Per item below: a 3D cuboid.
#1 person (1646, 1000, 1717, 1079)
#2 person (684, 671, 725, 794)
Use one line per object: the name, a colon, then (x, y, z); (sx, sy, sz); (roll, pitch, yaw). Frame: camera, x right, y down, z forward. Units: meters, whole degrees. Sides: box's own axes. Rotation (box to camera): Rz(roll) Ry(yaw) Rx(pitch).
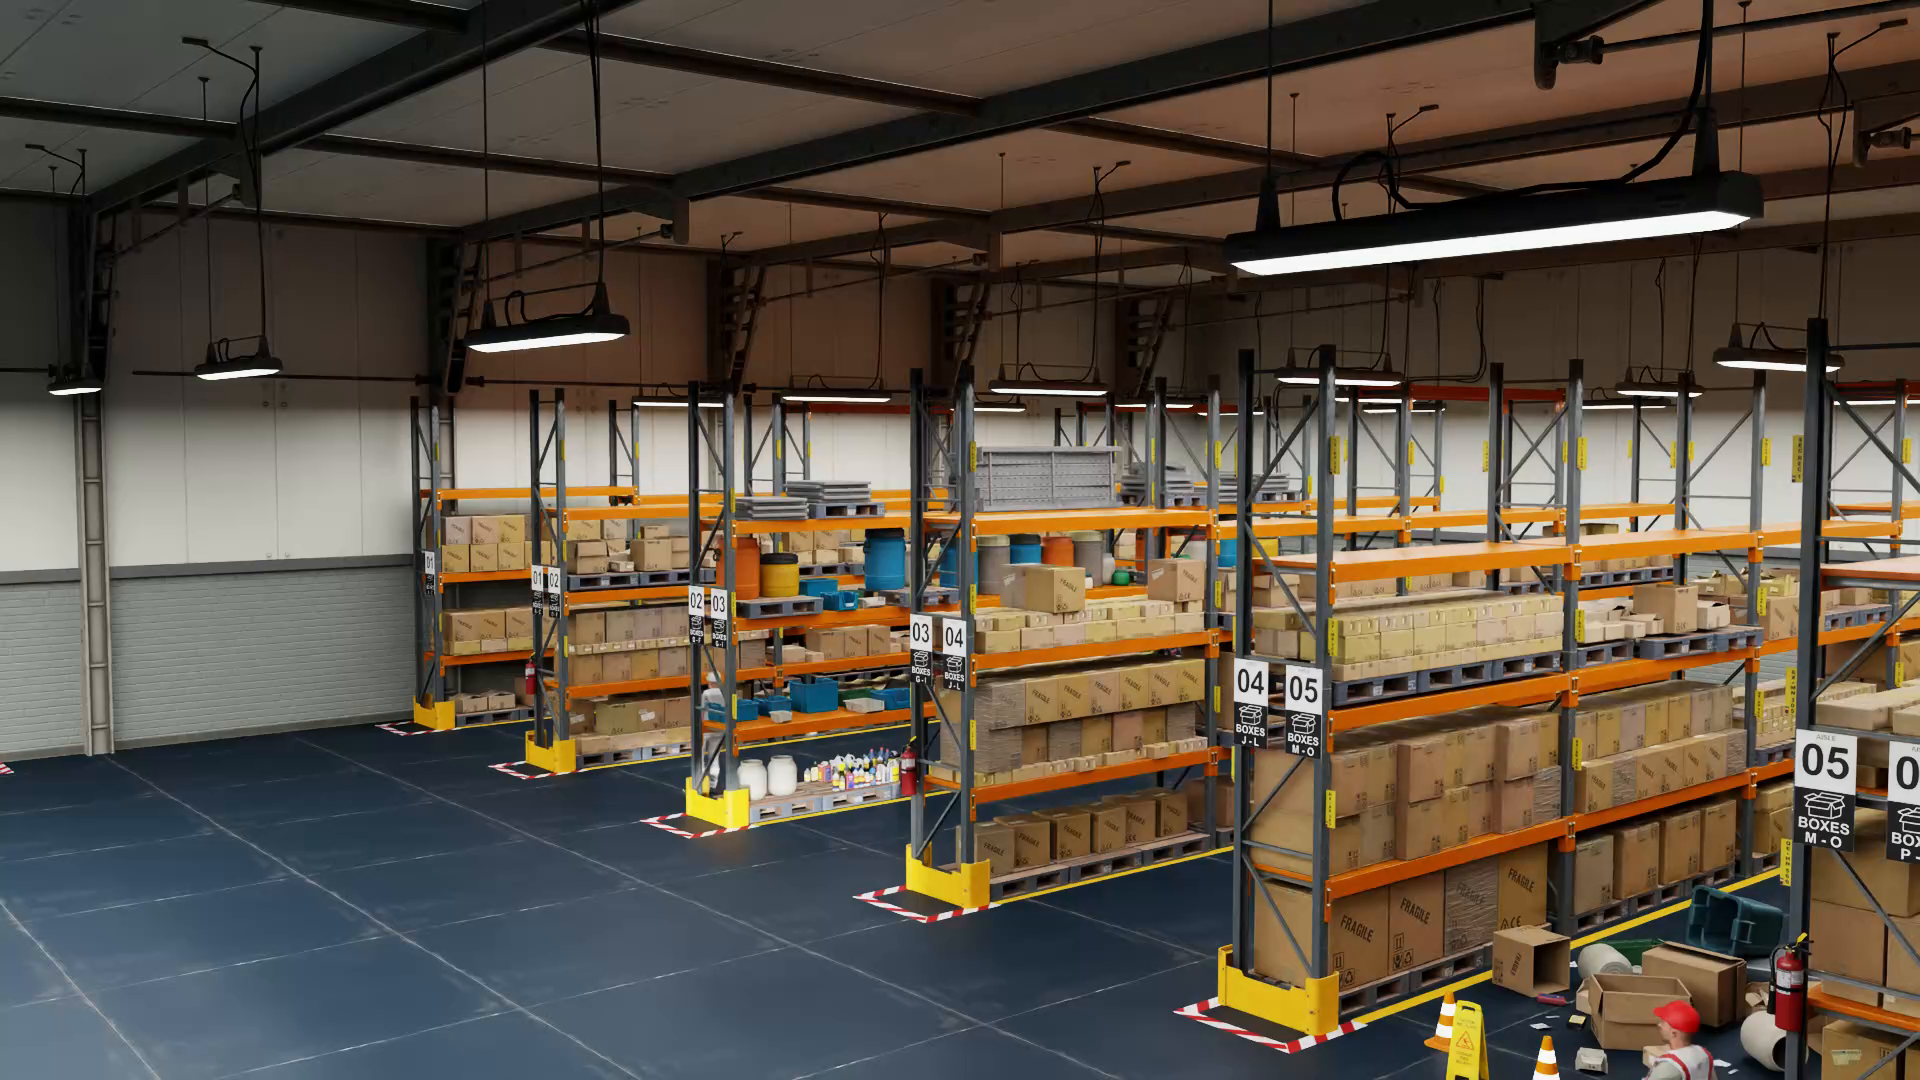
person: (4.316, 3.677, 10.200); (1.044, 1.741, 0.534); (2, 4, 35)
person: (-3.721, 2.827, 24.484); (0.644, 1.814, 0.390); (-3, 4, -41)
